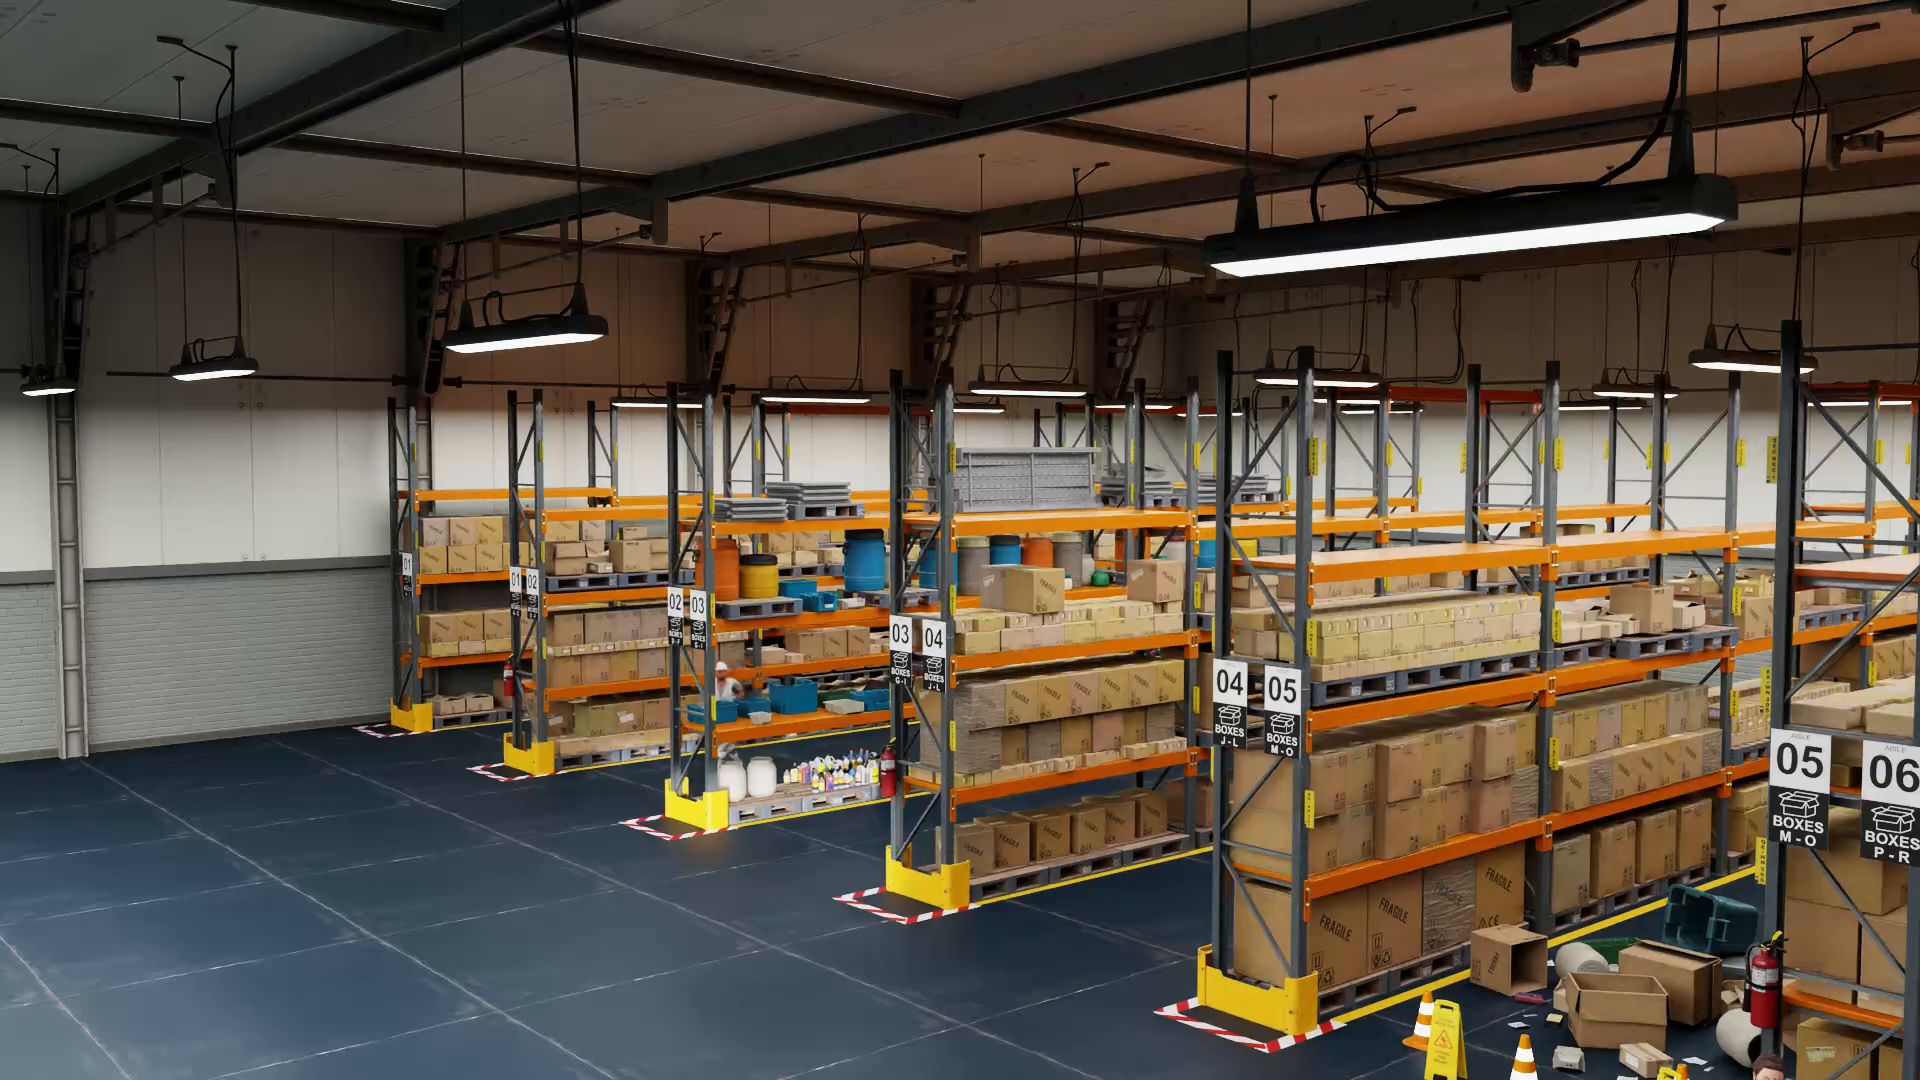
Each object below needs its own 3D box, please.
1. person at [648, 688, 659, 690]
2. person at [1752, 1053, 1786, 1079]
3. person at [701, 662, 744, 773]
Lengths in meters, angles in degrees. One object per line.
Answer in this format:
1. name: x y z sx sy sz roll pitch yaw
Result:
1. person: -5.679 2.559 30.697 0.647 1.654 0.515 2 4 27
2. person: 4.754 3.775 9.881 0.642 1.612 0.725 3 4 39
3. person: -3.705 2.761 26.013 0.625 1.763 0.855 0 3 8
